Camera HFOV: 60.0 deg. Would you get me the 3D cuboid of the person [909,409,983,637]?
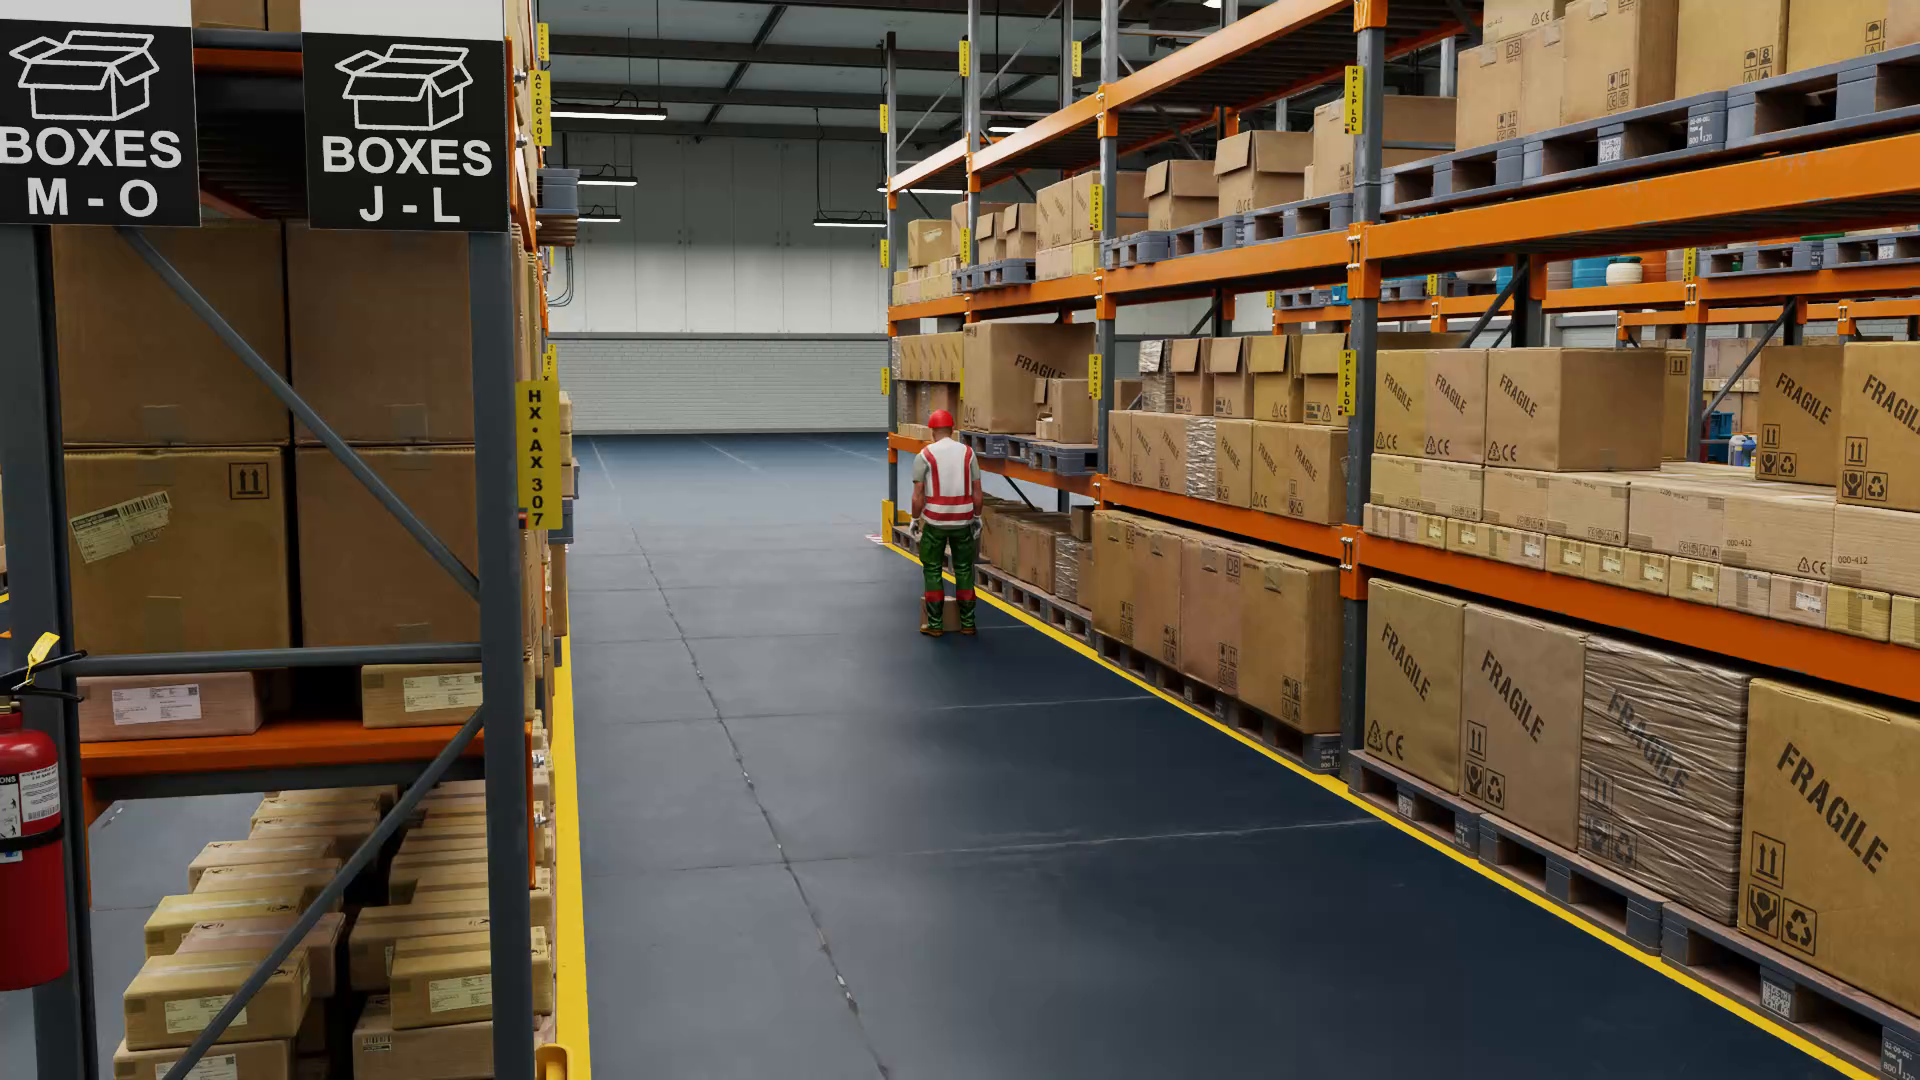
[{"bbox_3d":[-0.108,-0.137,13.125,0.611,1.778,0.450,-2,6,-16],"label":"person"}]
